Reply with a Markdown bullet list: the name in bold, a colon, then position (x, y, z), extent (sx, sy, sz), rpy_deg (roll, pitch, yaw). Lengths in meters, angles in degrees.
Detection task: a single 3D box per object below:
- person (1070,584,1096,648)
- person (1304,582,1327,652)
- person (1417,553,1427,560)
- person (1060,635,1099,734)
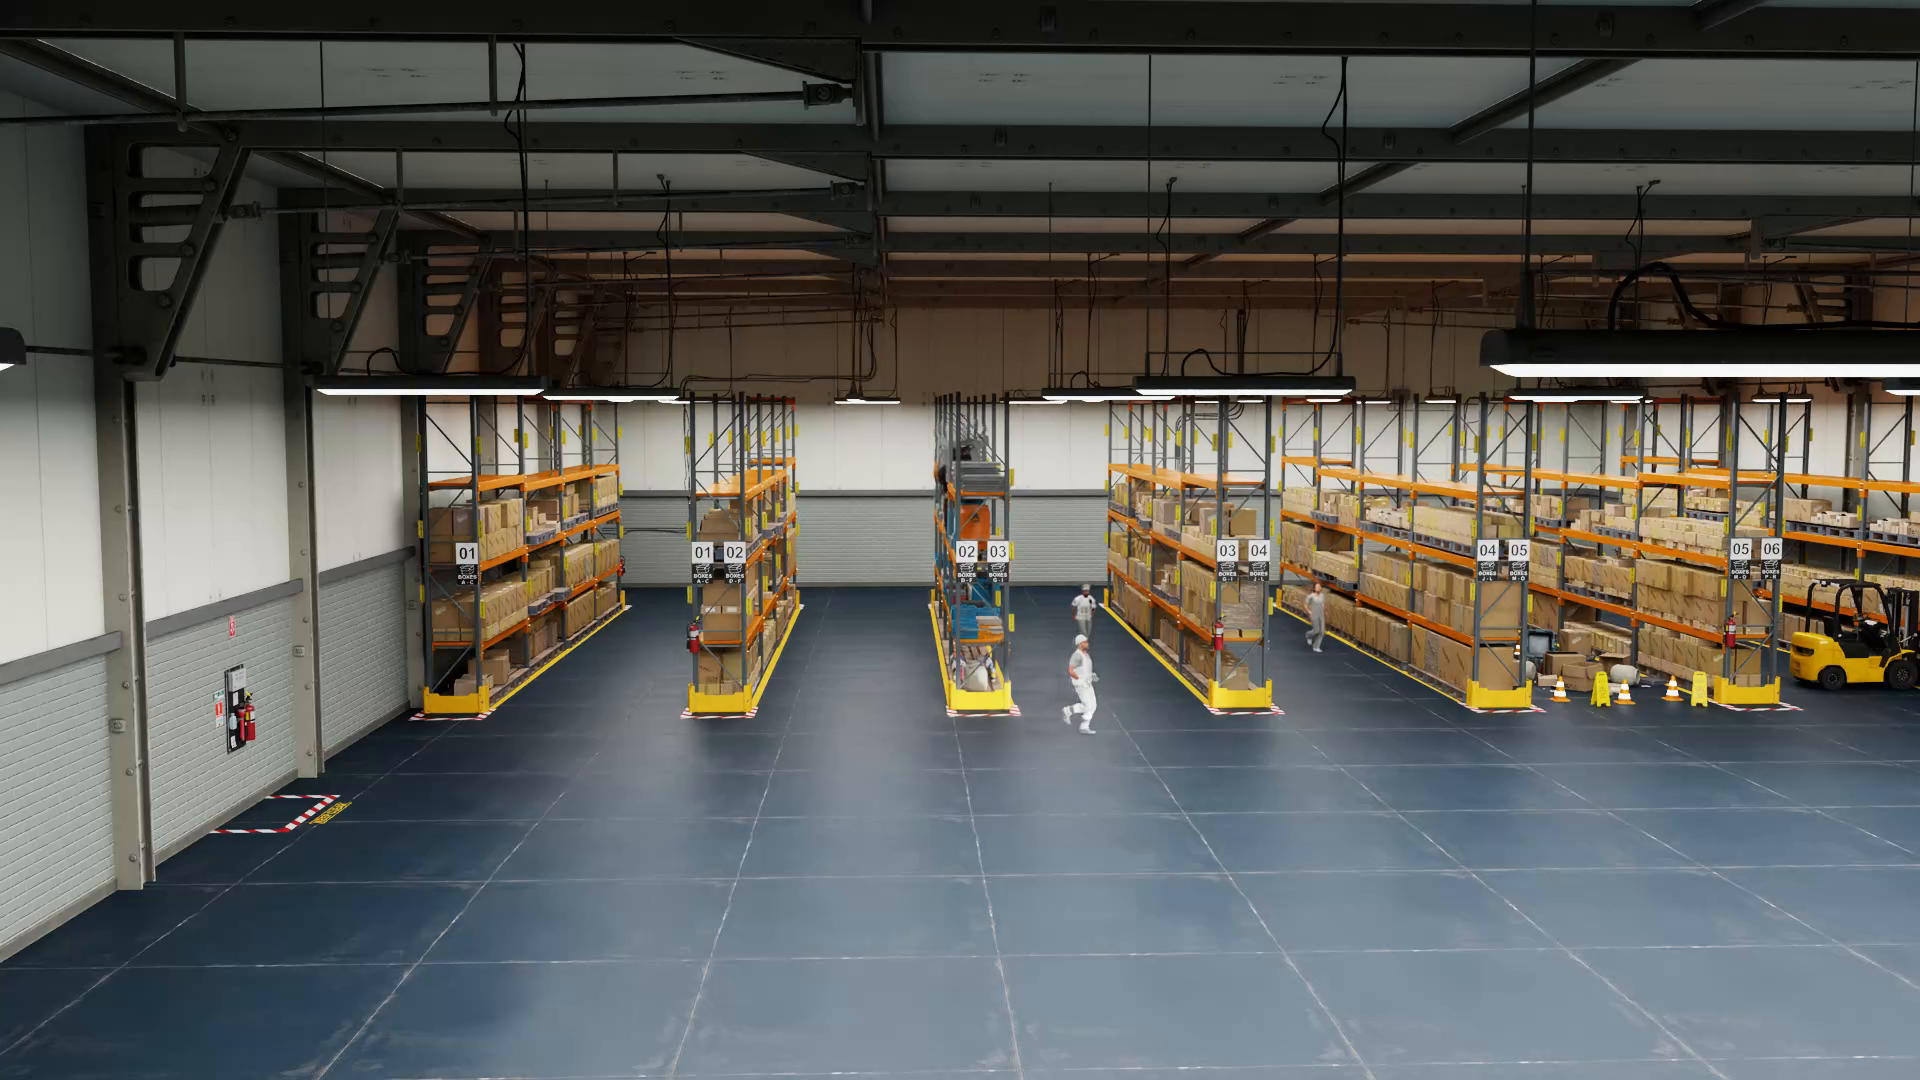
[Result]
- **person**: position (2.855, 1.833, 38.096), extent (0.542, 1.646, 0.726), rpy_deg (-1, 5, -15)
- **person**: position (8.346, 1.802, 38.964), extent (0.565, 1.618, 0.573), rpy_deg (-1, 5, -15)
- **person**: position (13.713, 0.969, 49.278), extent (0.772, 1.619, 0.545), rpy_deg (0, 5, 0)
- **person**: position (2.096, 2.524, 29.153), extent (0.622, 1.744, 0.665), rpy_deg (2, 5, 23)
